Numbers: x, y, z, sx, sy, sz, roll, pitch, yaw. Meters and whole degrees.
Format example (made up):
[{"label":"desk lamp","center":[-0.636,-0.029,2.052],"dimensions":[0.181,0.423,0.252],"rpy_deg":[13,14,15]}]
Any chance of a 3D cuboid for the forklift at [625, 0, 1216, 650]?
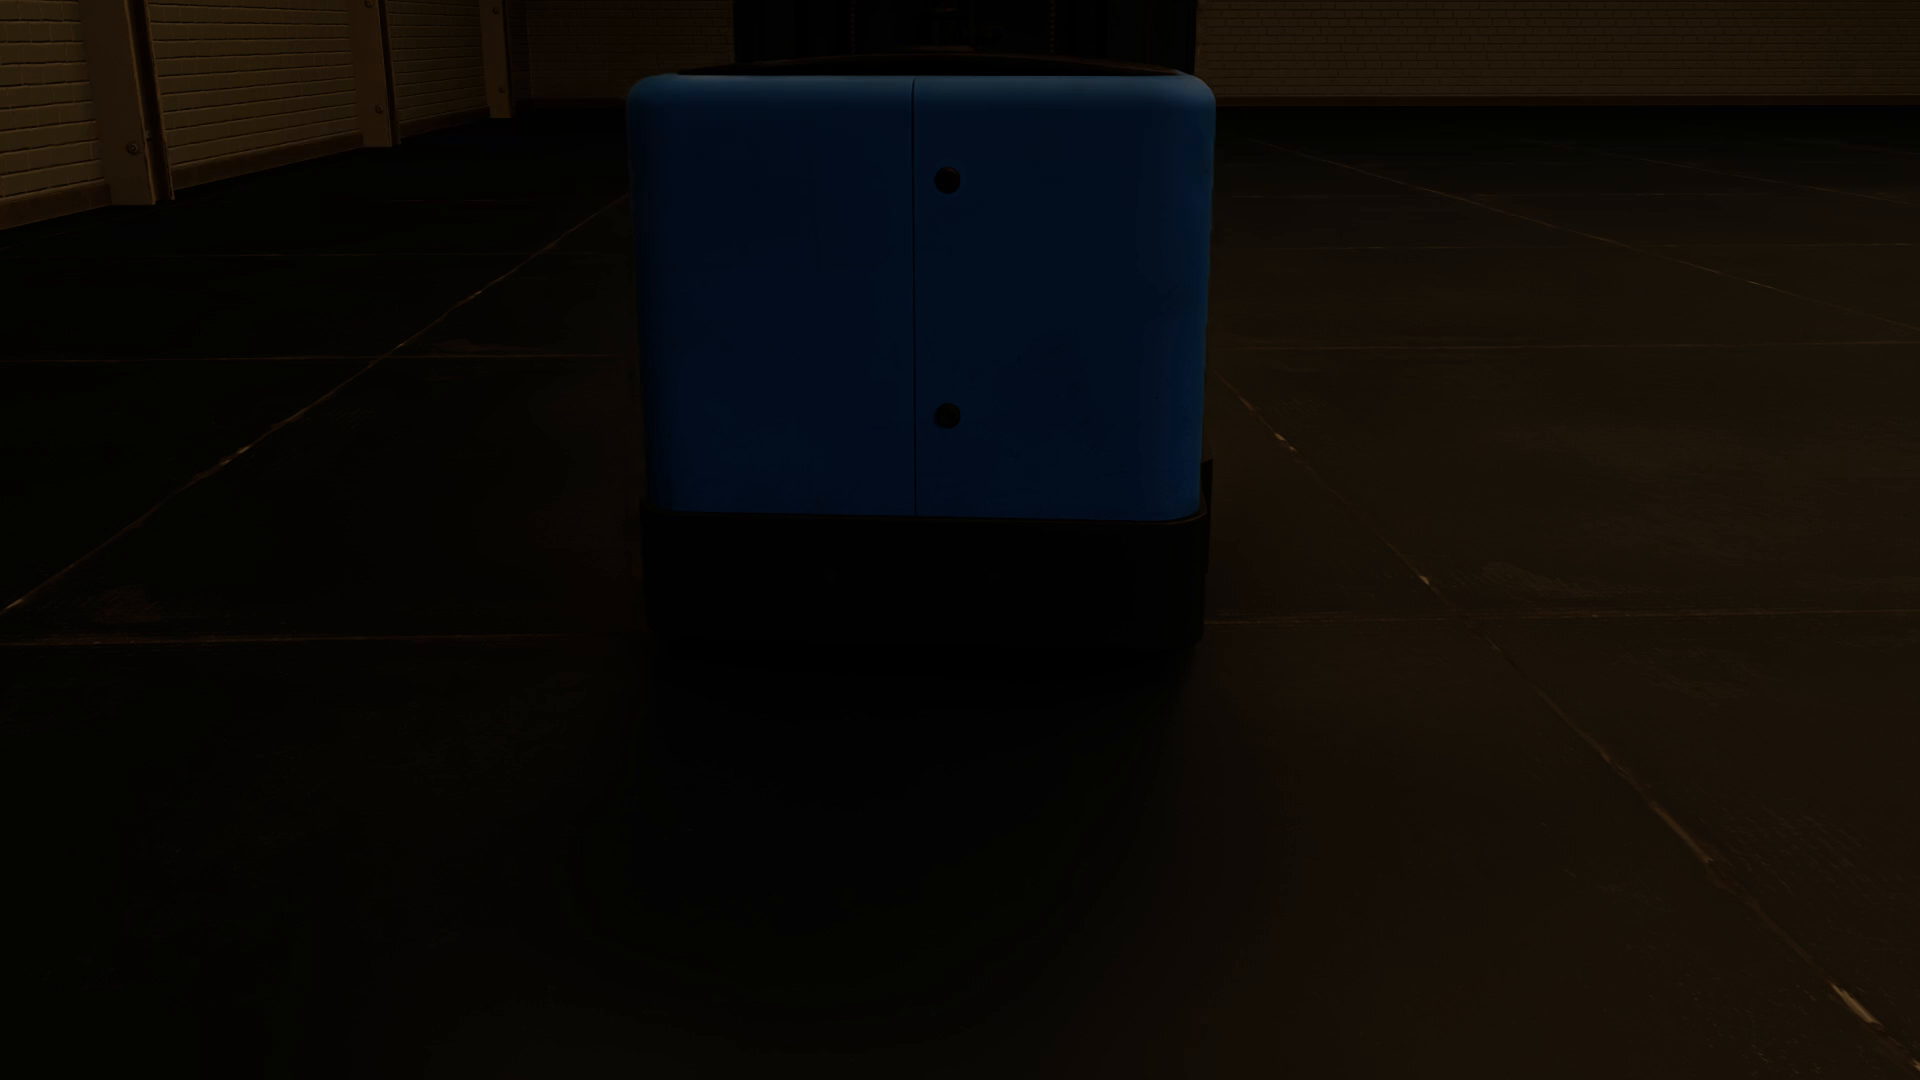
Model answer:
[{"label":"forklift","center":[0.028,-1.583,4.081],"dimensions":[1.130,2.935,3.031],"rpy_deg":[1,17,4]}]
